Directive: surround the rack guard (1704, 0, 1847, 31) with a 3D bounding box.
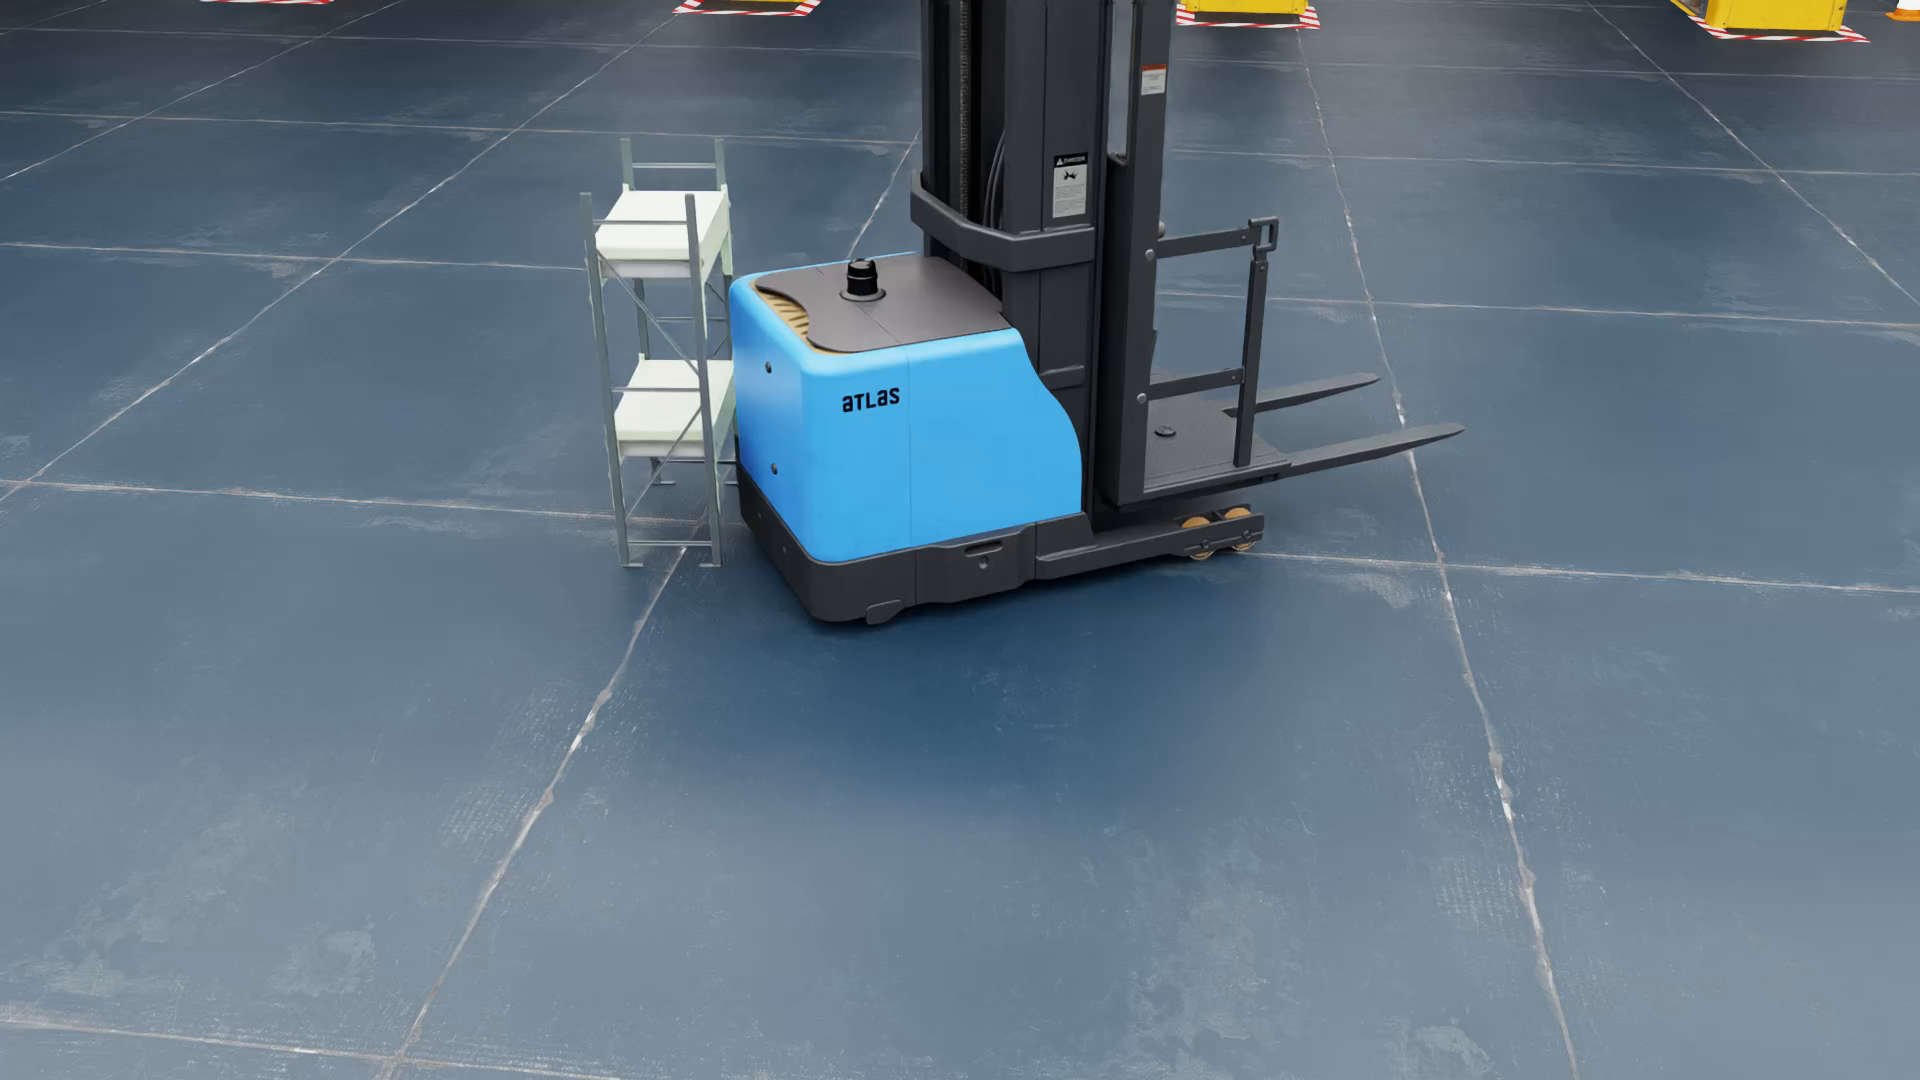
[{"bbox_3d":[7.734,-5.122,15.731,1.175,0.500,0.348,3,28,6],"label":"rack guard"}]

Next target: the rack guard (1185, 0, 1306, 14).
[{"bbox_3d":[2.836,-5.505,16.442,1.175,0.500,0.348,3,28,6],"label":"rack guard"}]

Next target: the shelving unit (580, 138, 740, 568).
[{"bbox_3d":[-1.131,-0.730,6.521,0.431,1.500,0.755,0,28,1],"label":"shelving unit"}]

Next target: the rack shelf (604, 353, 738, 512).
[{"bbox_3d":[-1.131,-0.442,6.675,0.431,0.370,0.720,0,28,1],"label":"rack shelf"}]

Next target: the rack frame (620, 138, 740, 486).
[{"bbox_3d":[-1.126,-0.903,6.843,0.400,1.500,0.023,0,28,1],"label":"rack frame"}]

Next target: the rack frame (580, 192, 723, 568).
[{"bbox_3d":[-1.135,-0.556,6.199,0.400,1.500,0.023,0,28,1],"label":"rack frame"}]

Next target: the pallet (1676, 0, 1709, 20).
[{"bbox_3d":[7.757,-5.387,16.527,1.003,0.211,1.213,3,28,6],"label":"pallet"}]

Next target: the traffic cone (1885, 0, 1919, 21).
[{"bbox_3d":[9.211,-5.285,16.071,0.336,0.463,0.334,3,28,6],"label":"traffic cone"}]

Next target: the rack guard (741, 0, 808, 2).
[{"bbox_3d":[-2.126,-5.796,16.981,1.175,0.500,0.348,3,28,6],"label":"rack guard"}]

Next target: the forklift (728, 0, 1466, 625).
[{"bbox_3d":[0.665,-1.429,6.313,3.031,2.935,1.130,-12,30,-21],"label":"forklift"}]

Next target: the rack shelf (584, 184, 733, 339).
[{"bbox_3d":[-1.130,-1.073,6.336,0.431,0.370,0.720,0,28,1],"label":"rack shelf"}]
